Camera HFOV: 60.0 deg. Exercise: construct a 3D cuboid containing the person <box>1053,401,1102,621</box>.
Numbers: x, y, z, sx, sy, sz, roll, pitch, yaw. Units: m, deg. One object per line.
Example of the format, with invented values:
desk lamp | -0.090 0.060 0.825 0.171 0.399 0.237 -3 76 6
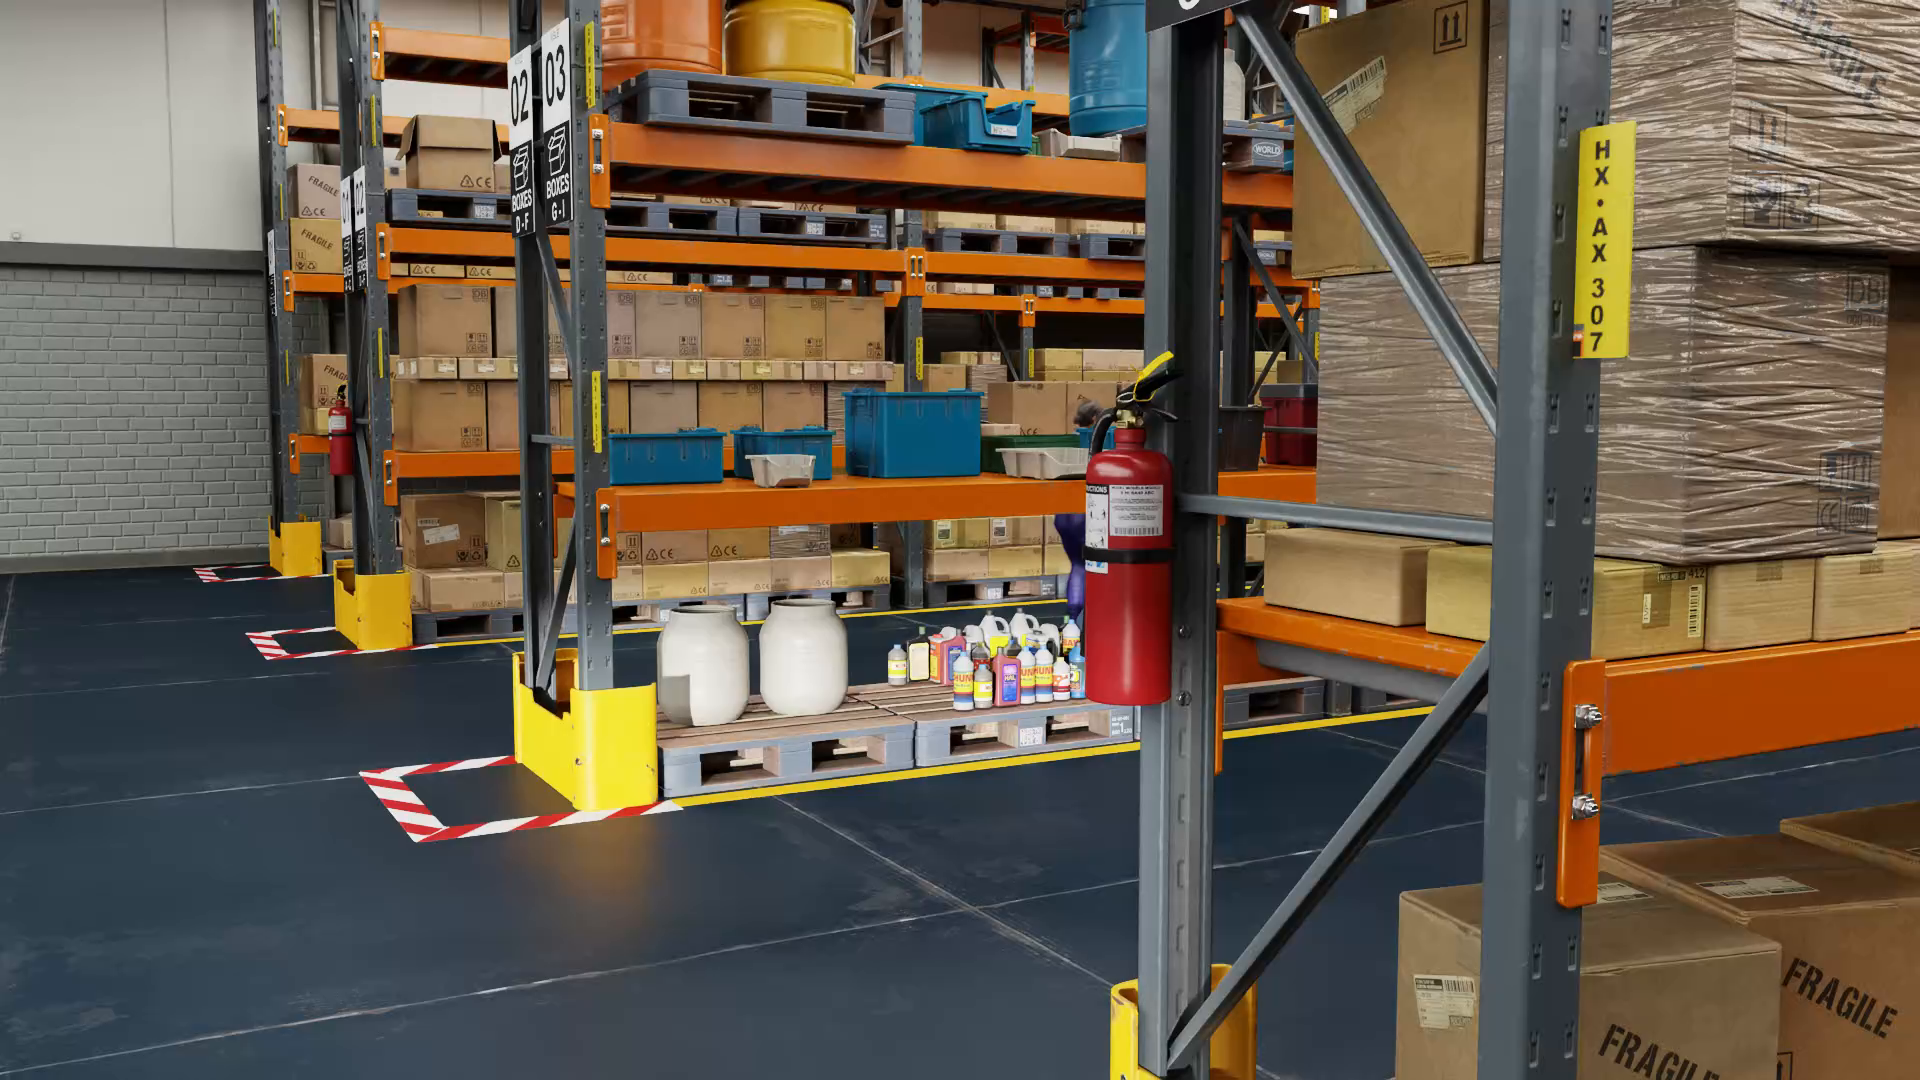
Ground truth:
person | 0.907 -0.152 11.726 0.421 1.654 0.532 -3 6 -30
